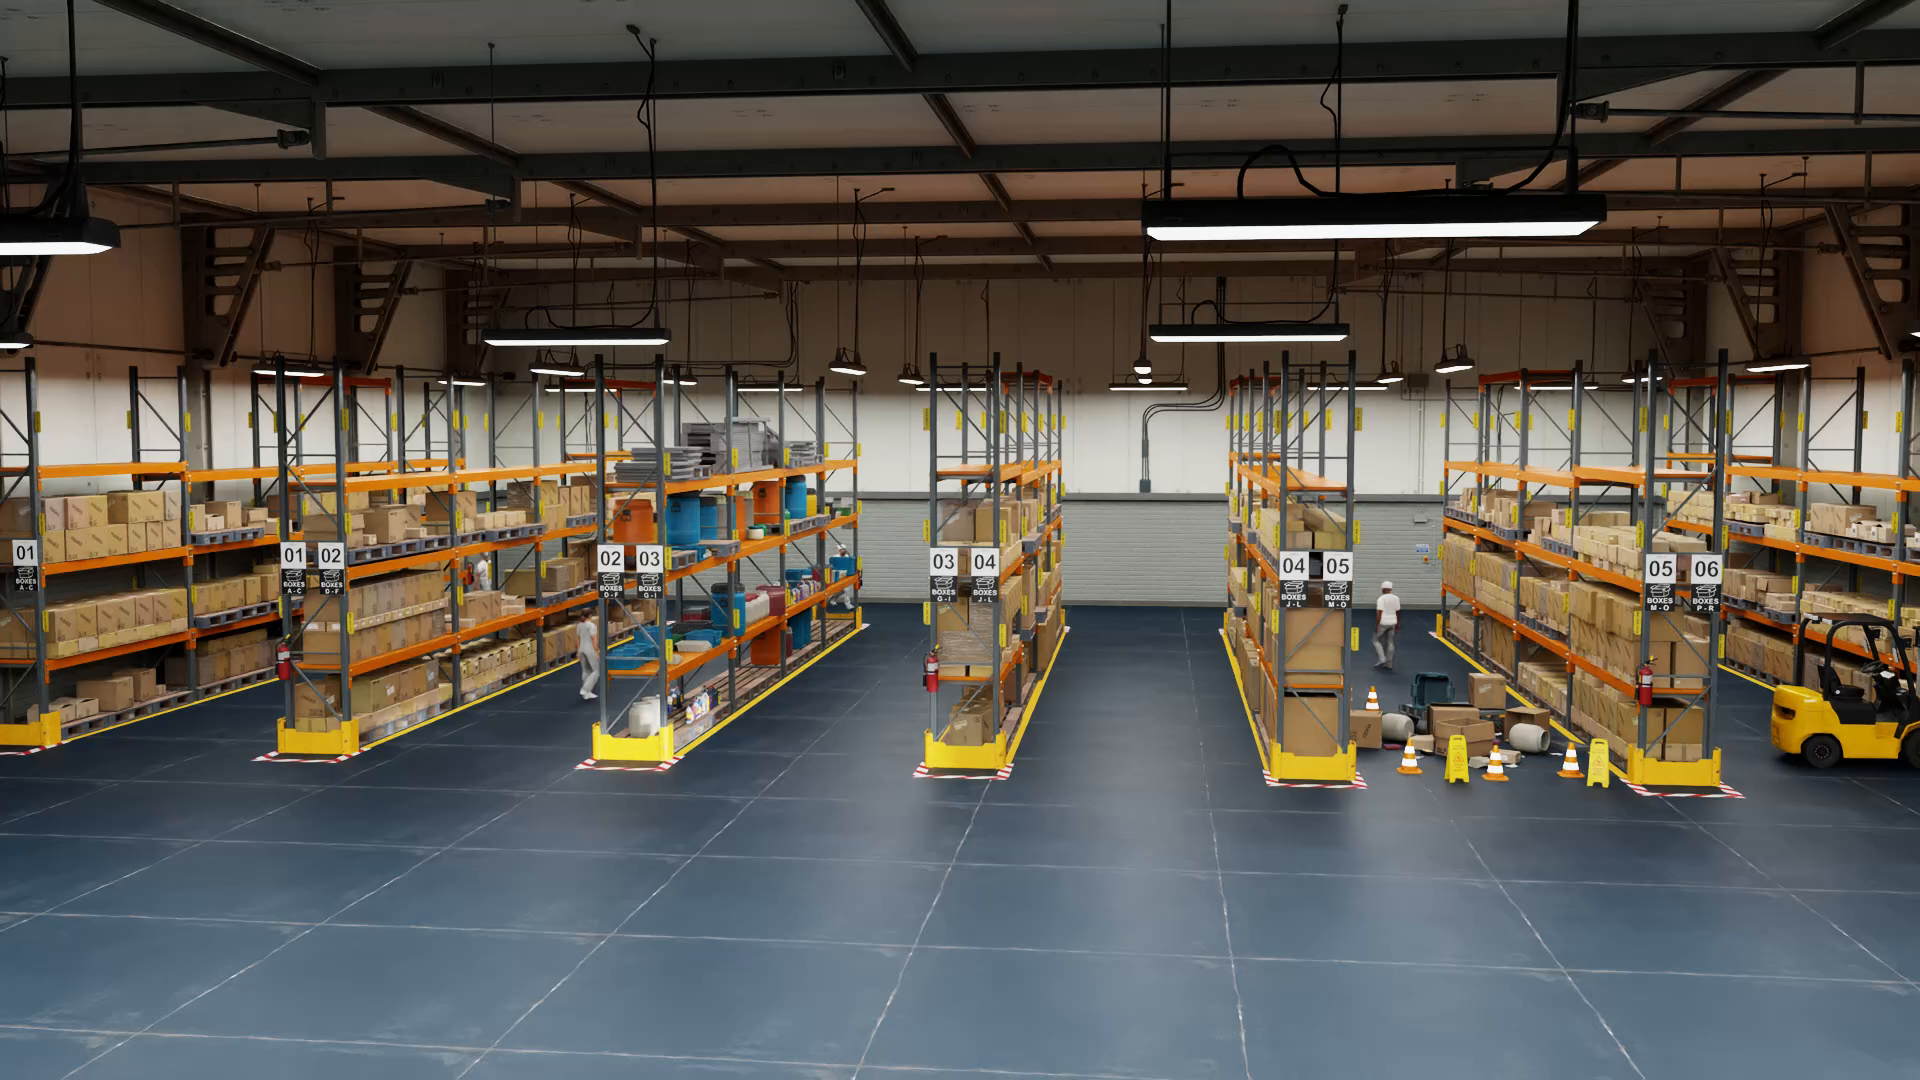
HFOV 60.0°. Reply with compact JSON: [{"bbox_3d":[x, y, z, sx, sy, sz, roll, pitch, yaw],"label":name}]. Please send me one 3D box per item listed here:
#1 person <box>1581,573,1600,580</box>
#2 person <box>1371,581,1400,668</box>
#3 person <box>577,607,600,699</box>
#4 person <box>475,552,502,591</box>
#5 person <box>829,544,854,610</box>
[{"bbox_3d":[15.559,1.235,40.977,0.961,1.736,0.556,-1,4,-7],"label":"person"},{"bbox_3d":[8.693,1.726,33.925,0.612,1.774,0.398,-2,4,-24],"label":"person"},{"bbox_3d":[-6.744,2.049,30.021,0.480,1.671,0.502,3,5,34],"label":"person"},{"bbox_3d":[-12.043,1.107,42.627,1.006,1.703,0.585,2,4,22],"label":"person"},{"bbox_3d":[-3.146,0.974,44.550,0.993,1.755,0.531,3,5,33],"label":"person"}]
